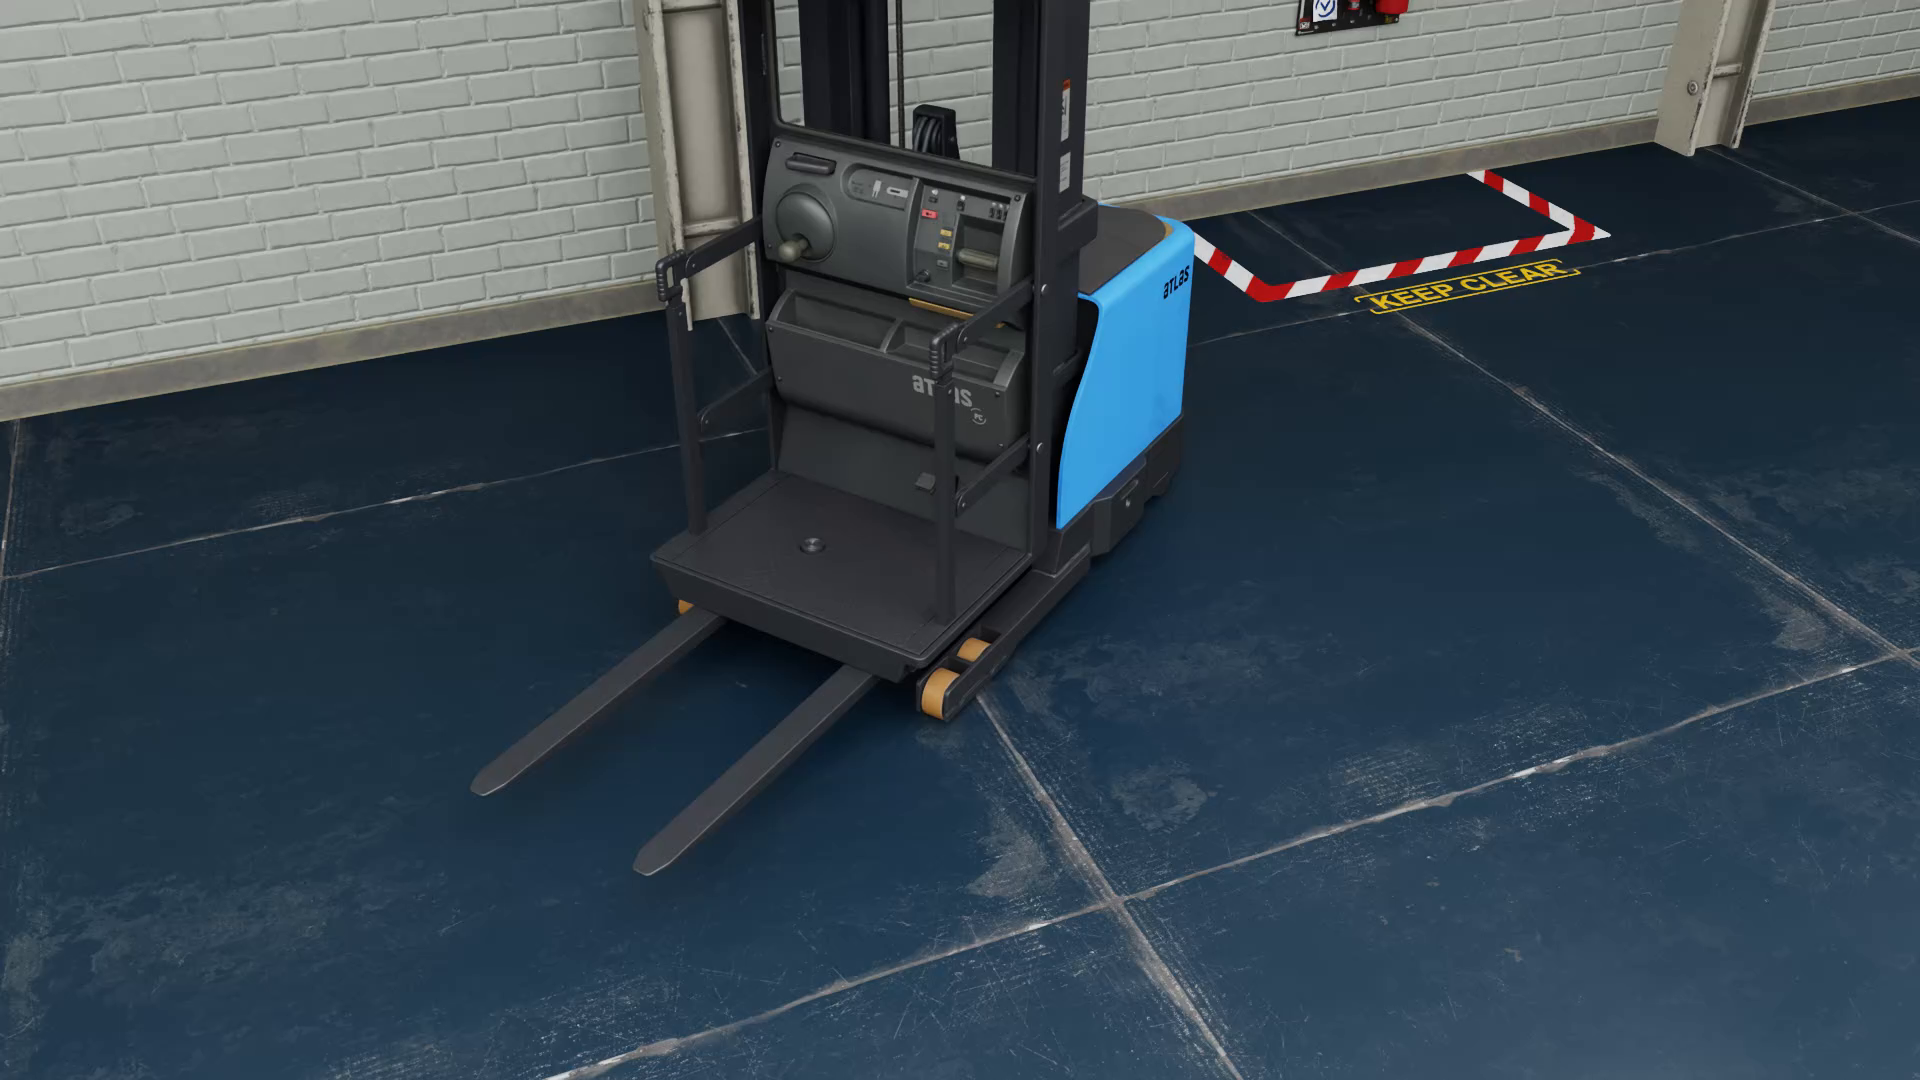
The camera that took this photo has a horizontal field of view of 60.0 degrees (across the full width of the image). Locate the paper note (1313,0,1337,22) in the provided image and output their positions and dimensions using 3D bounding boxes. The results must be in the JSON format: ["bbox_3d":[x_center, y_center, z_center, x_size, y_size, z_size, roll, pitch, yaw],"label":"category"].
[{"bbox_3d":[1.874,-2.737,8.514,0.142,0.148,0.016,-13,35,-19],"label":"paper note"}]

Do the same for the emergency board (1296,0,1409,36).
[{"bbox_3d":[2.064,-3.109,8.278,0.643,1.169,0.194,-13,35,-19],"label":"emergency board"}]

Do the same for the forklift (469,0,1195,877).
[{"bbox_3d":[-0.327,-0.938,5.005,1.130,2.935,3.031,19,37,26],"label":"forklift"}]

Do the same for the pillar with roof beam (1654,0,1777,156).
[{"bbox_3d":[6.024,-3.961,4.087,0.400,9.000,9.100,-13,35,-19],"label":"pillar with roof beam"}]

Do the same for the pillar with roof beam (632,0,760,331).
[{"bbox_3d":[0.492,-2.695,2.140,0.400,9.000,9.100,-13,35,-19],"label":"pillar with roof beam"}]
